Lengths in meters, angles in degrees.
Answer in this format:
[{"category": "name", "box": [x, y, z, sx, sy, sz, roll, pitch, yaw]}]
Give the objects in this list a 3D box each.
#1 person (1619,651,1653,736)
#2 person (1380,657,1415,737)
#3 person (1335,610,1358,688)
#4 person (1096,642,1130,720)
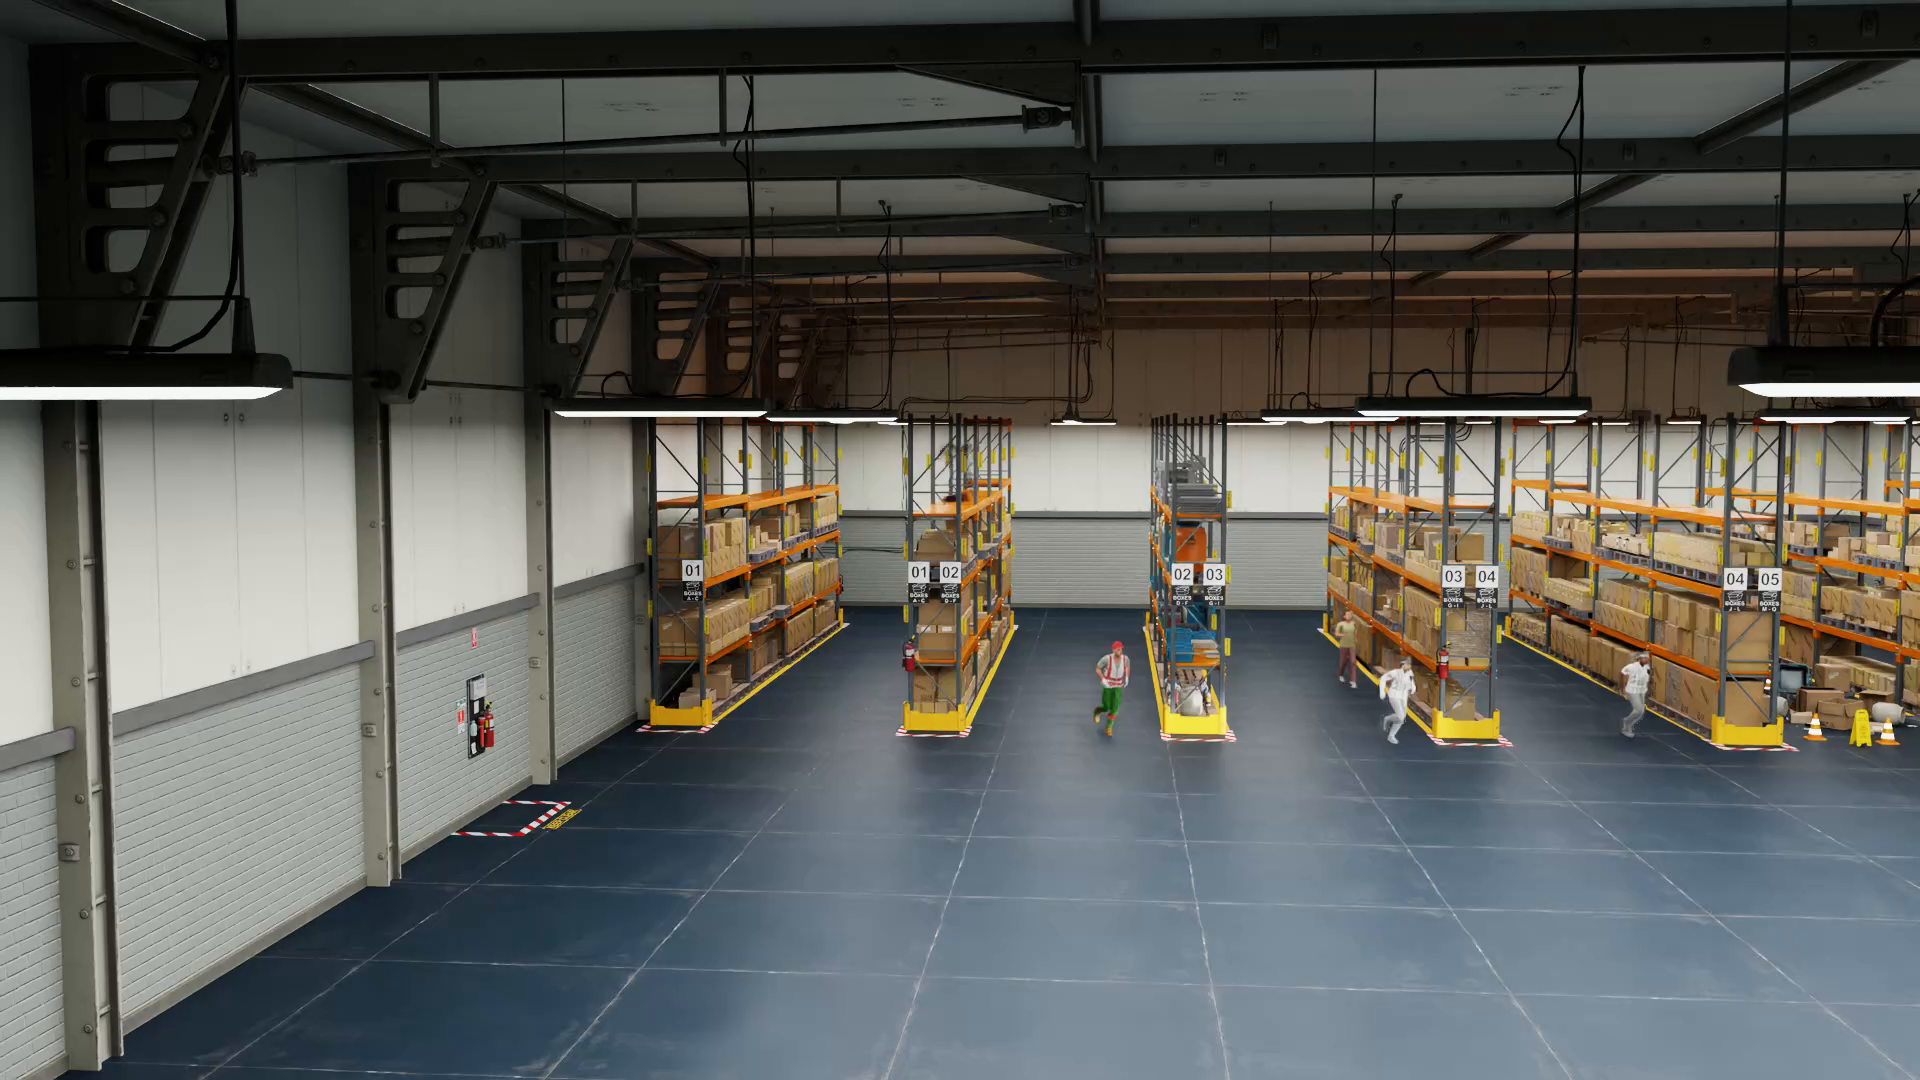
[{"category": "person", "box": [12.535, 2.833, 30.693, 0.541, 1.624, 0.606, -2, 4, -24]}, {"category": "person", "box": [7.972, 2.861, 30.187, 0.466, 1.540, 0.618, -2, 4, -27]}, {"category": "person", "box": [8.580, 2.384, 36.863, 0.571, 1.688, 0.904, 0, 4, -5]}, {"category": "person", "box": [-0.909, 2.379, 35.081, 5.217, 1.483, 10.375, -1, 4, -20]}]
